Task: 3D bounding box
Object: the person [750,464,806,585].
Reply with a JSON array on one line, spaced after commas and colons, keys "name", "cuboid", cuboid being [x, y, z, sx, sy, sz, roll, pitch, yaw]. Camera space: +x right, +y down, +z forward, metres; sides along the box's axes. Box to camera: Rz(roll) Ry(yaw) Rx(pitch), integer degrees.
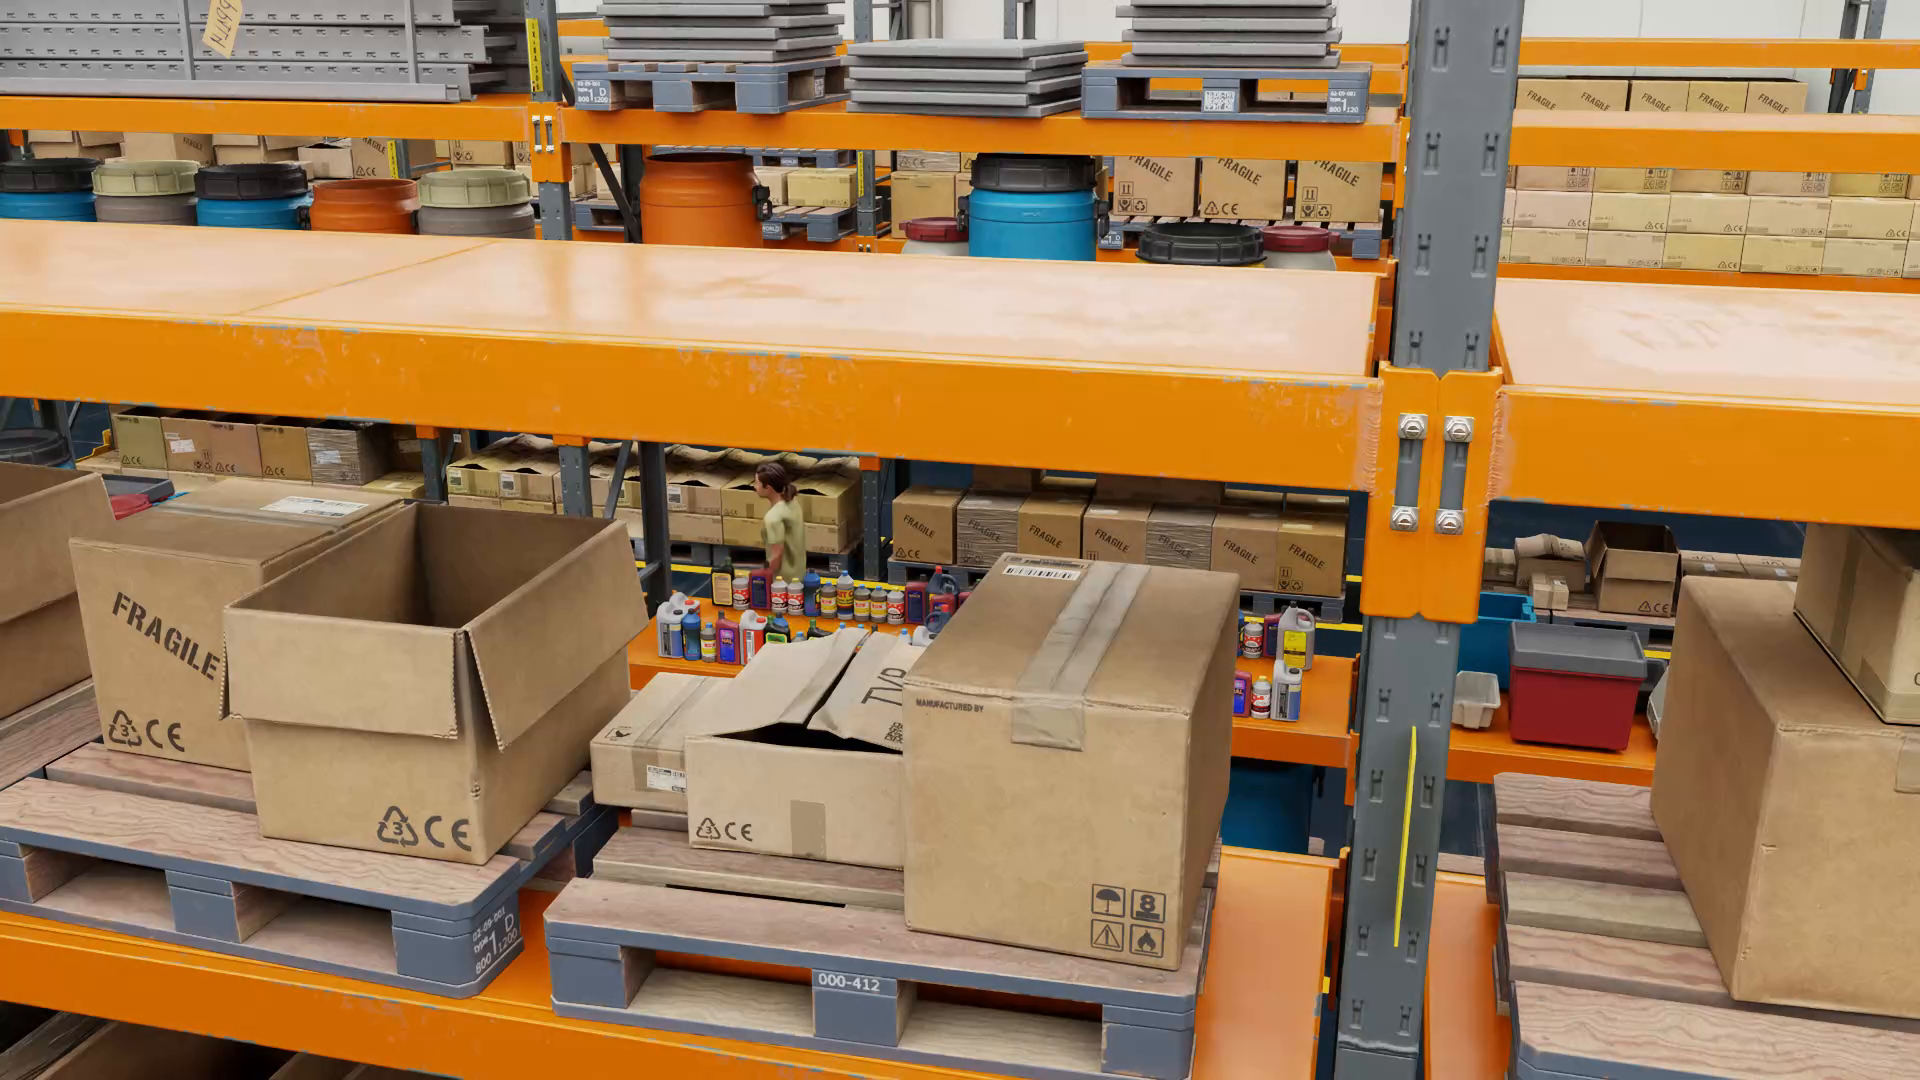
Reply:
[{"name": "person", "cuboid": [-1.249, 0.282, 11.211, 0.416, 1.671, 0.514, 3, 19, 10]}]
